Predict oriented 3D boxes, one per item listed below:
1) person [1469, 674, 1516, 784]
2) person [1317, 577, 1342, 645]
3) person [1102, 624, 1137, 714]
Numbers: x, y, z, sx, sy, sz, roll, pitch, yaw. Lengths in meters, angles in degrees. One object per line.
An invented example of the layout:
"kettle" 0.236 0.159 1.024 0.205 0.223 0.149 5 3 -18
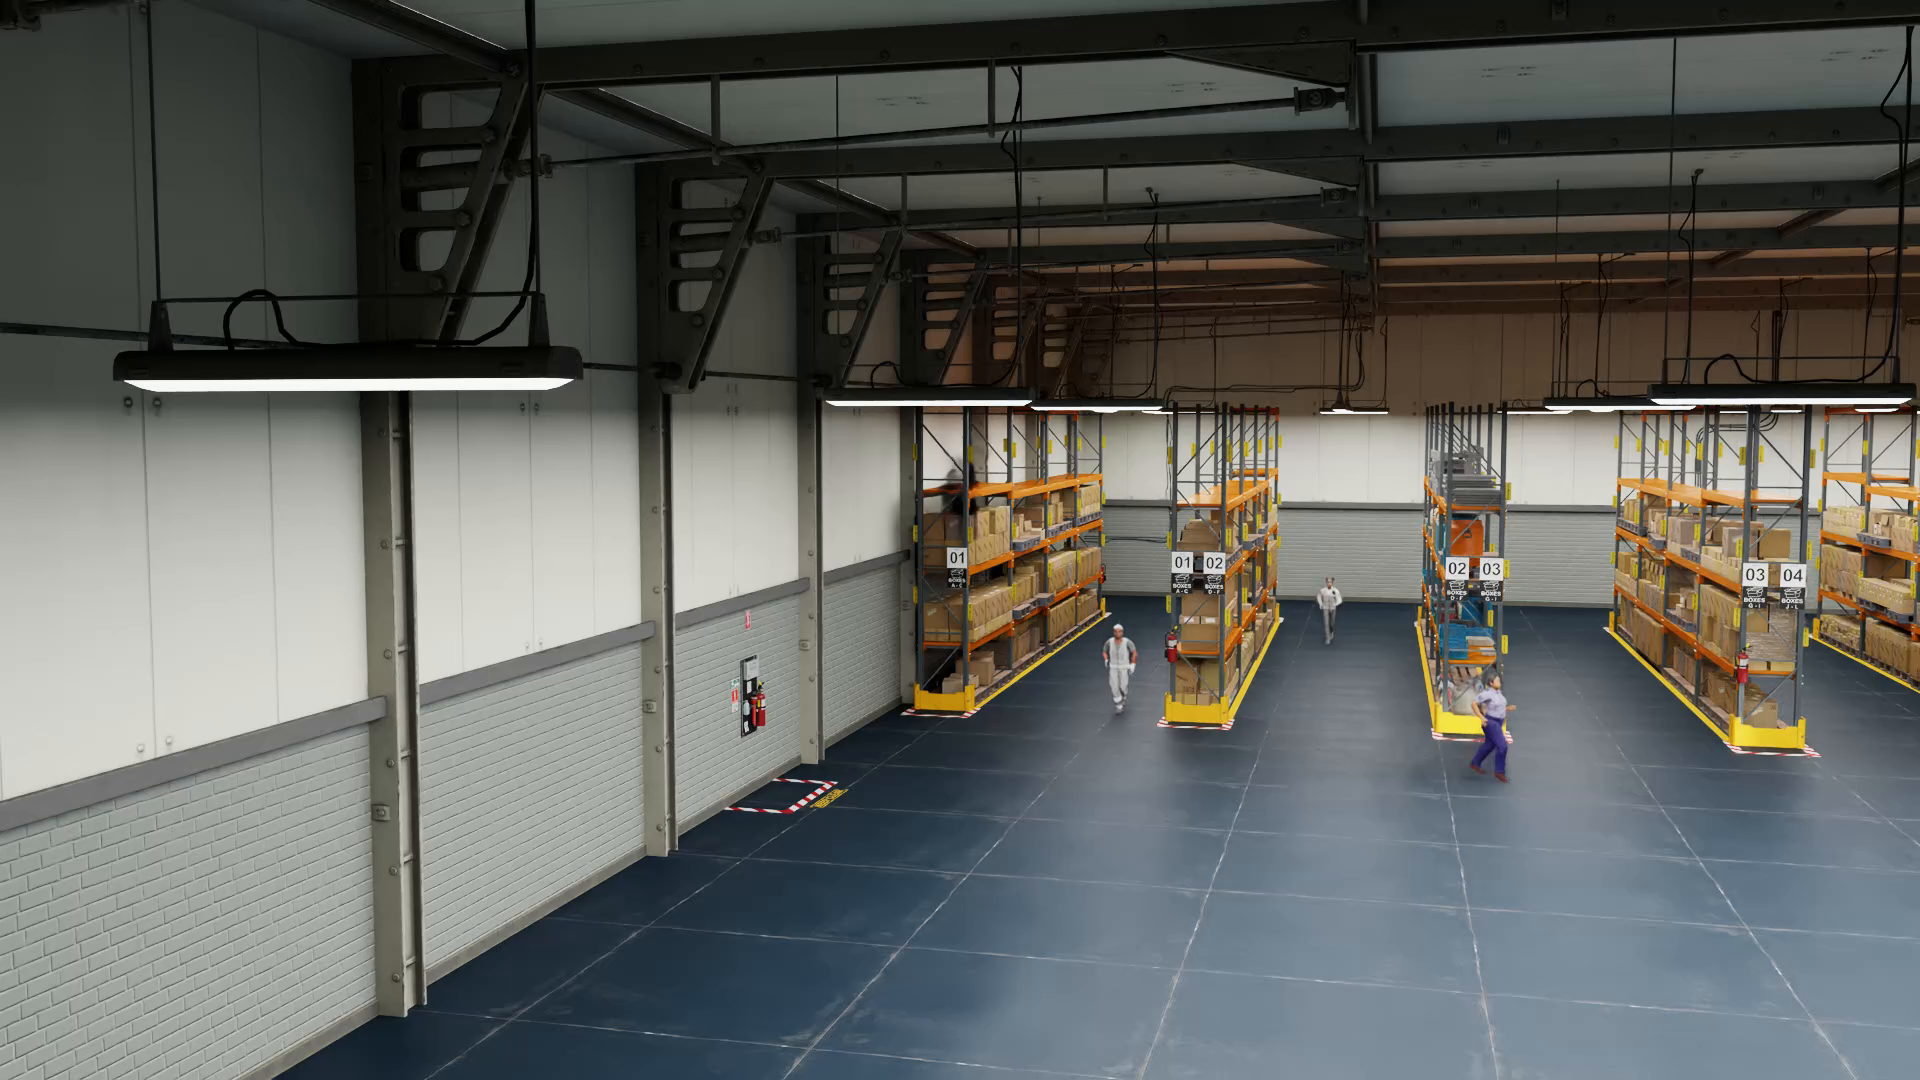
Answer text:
"person" 8.390 3.009 26.246 0.764 1.625 0.579 3 5 37
"person" 9.340 1.772 42.041 0.622 1.693 0.846 1 4 14
"person" 3.067 2.489 32.123 0.664 1.733 0.593 1 4 15
